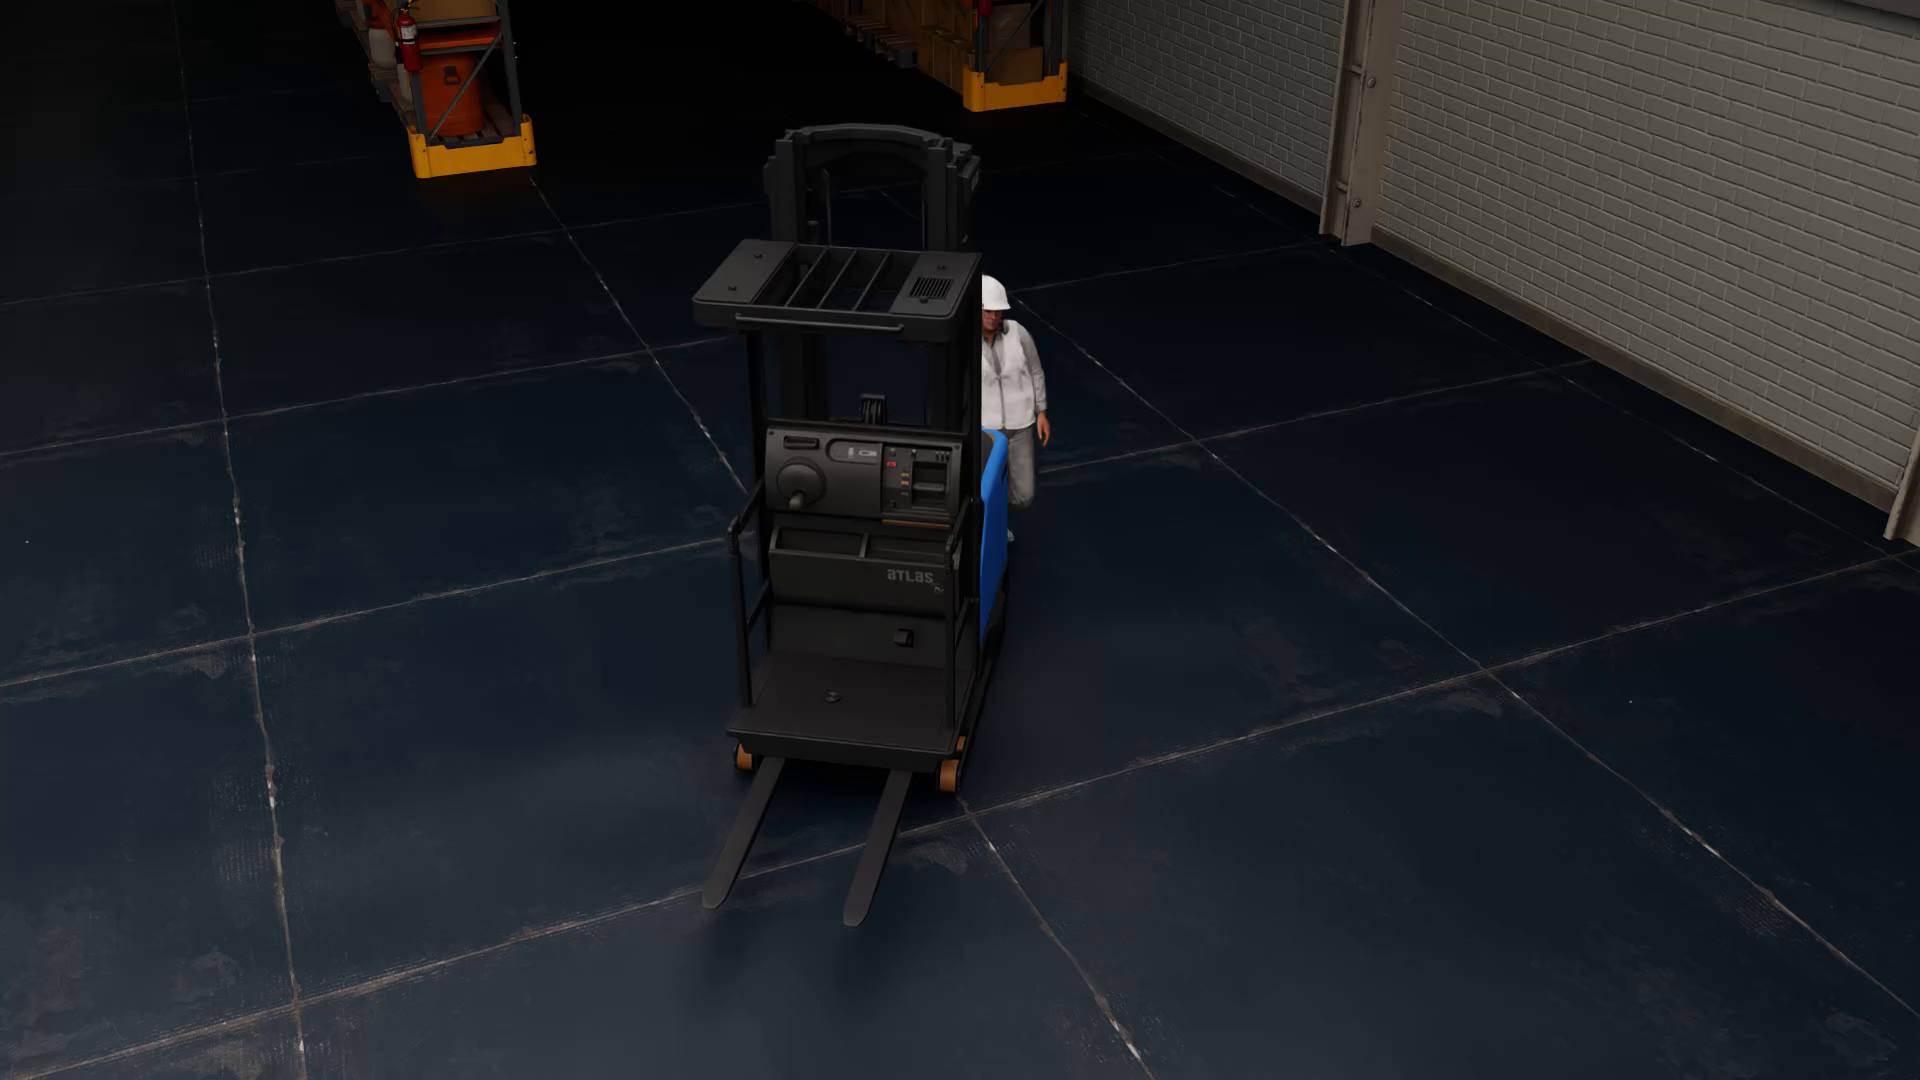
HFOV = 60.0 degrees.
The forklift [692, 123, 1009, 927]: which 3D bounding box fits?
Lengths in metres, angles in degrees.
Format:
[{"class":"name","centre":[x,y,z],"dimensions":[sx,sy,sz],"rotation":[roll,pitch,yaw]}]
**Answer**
[{"class":"forklift","centre":[-0.487,-0.257,7.570],"dimensions":[1.130,2.935,3.031],"rotation":[5,30,9]}]

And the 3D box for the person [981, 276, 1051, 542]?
[{"class":"person","centre":[0.186,-0.613,9.438],"dimensions":[0.697,1.711,0.710],"rotation":[-5,30,-9]}]
